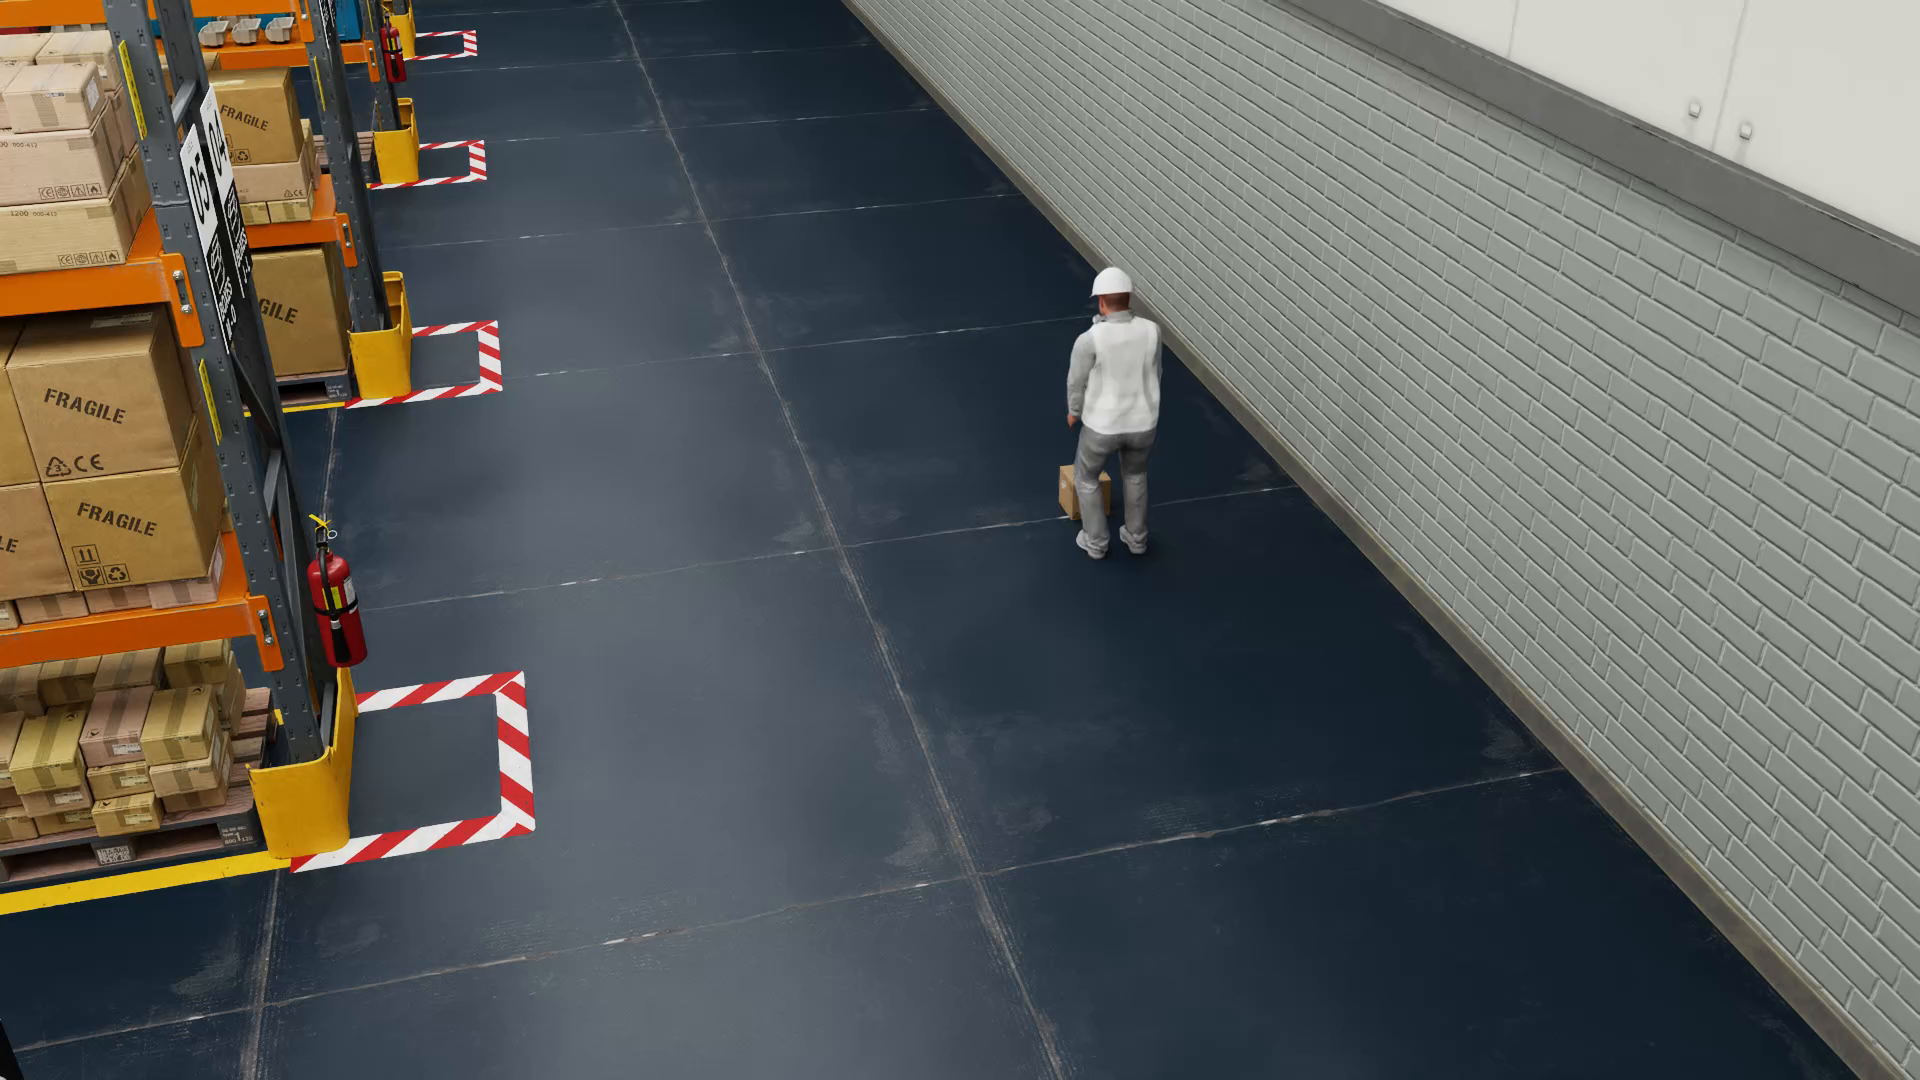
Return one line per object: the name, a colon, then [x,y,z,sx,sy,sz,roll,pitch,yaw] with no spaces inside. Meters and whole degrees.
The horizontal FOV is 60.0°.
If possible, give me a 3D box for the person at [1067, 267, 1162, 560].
person: [0.869,-0.703,9.493,0.560,1.719,0.476,-7,31,-12]
